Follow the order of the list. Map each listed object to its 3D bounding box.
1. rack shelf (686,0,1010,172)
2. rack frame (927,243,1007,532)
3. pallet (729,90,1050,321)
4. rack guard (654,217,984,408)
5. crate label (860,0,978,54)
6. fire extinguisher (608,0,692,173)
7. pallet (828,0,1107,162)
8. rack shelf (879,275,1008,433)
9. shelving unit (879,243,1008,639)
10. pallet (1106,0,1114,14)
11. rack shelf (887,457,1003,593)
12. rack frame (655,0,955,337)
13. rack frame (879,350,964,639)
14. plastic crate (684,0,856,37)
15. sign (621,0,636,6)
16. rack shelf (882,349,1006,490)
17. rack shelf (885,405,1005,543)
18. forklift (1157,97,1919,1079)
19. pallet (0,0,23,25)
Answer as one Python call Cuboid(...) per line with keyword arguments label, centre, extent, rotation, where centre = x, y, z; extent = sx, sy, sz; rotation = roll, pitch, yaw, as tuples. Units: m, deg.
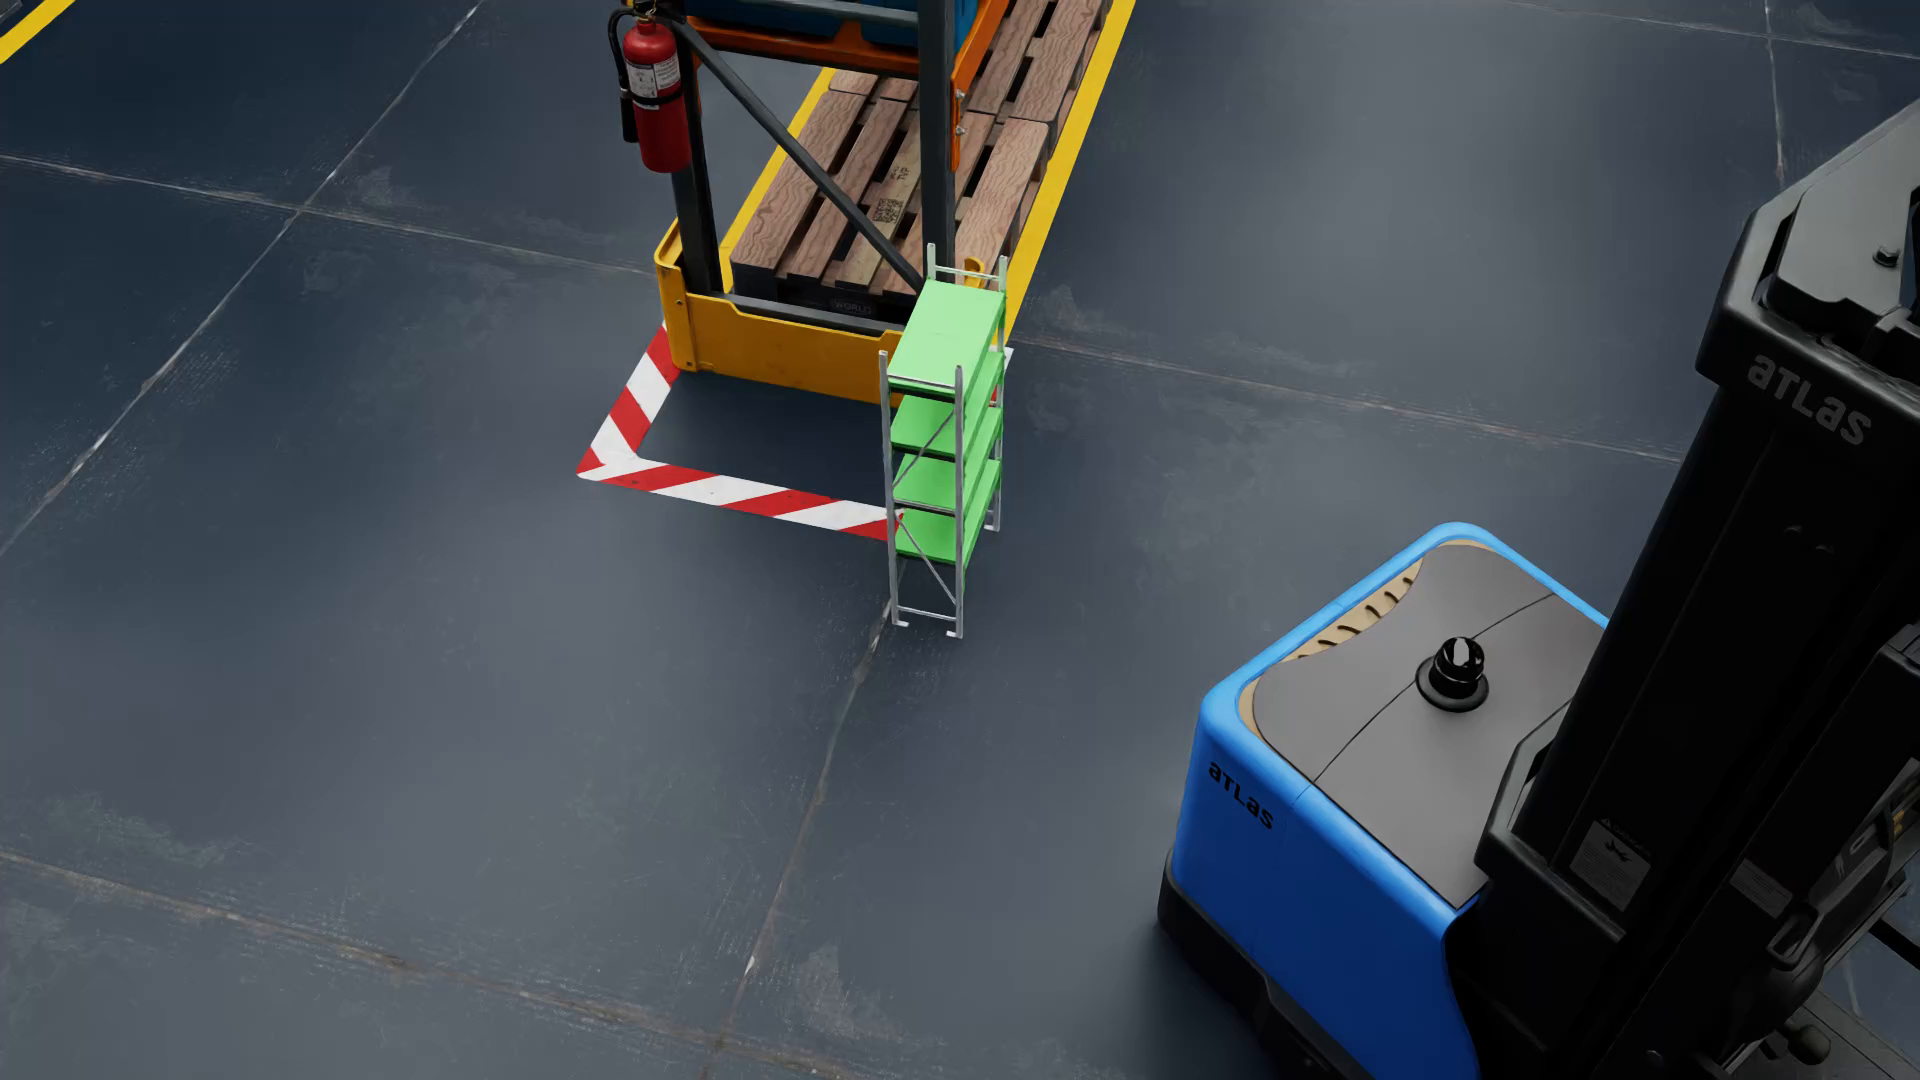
Cuboid(label="rack shelf", centre=(0.013, -2.890, 6.780), extent=(1.077, 0.370, 4.000), rotation=(12, 50, 10))
Cuboid(label="rack frame", centre=(0.021, -0.454, 5.350), extent=(0.240, 1.200, 0.015), rotation=(12, 50, 10))
Cuboid(label="pallet", centre=(-0.259, -1.348, 6.799), extent=(1.003, 0.211, 1.213), rotation=(12, 50, 10))
Cuboid(label="rack guard", centre=(-0.507, -0.835, 6.153), extent=(1.175, 0.500, 0.348), rotation=(12, 50, 10))
Cuboid(label="crate label", centre=(-0.131, -1.760, 5.374), extent=(0.416, 0.233, 0.303), rotation=(12, 50, 10))
Cuboid(label="fire extinguisher", centre=(-0.992, -1.513, 5.385), extent=(0.296, 0.674, 0.183), rotation=(12, 50, 10))
Cuboid(label="pallet", centre=(0.064, -2.228, 7.575), extent=(1.003, 0.211, 1.213), rotation=(12, 50, 10))
Cuboid(label="rack shelf", centre=(-0.044, -0.553, 4.882), extent=(0.258, 0.148, 0.480), rotation=(12, 50, 10))
Cuboid(label="shelving unit", centre=(-0.044, -0.277, 5.194), extent=(0.258, 1.200, 0.503), rotation=(12, 50, 10))
Cuboid(label="pallet", centre=(0.383, -3.113, 8.357), extent=(1.003, 0.211, 1.213), rotation=(12, 50, 10))
Cuboid(label="rack shelf", centre=(-0.044, -0.076, 5.422), extent=(0.258, 0.148, 0.480), rotation=(12, 50, 10))
Cuboid(label="rack frame", centre=(-0.514, -1.682, 5.234), extent=(1.000, 3.000, 0.127), rotation=(12, 50, 10))
Cuboid(label="rack frame", centre=(-0.108, -0.101, 5.039), extent=(0.240, 1.200, 0.015), rotation=(12, 50, 10))
Cuboid(label="plastic crate", centre=(-0.606, -1.992, 5.444), extent=(0.616, 0.435, 0.499), rotation=(12, 50, 10))
Cuboid(label="sign", centre=(-1.049, -1.833, 5.258), extent=(0.100, 0.325, 0.005), rotation=(12, 50, 10))
Cuboid(label="rack shelf", centre=(-0.044, -0.394, 5.062), extent=(0.258, 0.148, 0.480), rotation=(12, 50, 10))
Cuboid(label="rack shelf", centre=(-0.044, -0.235, 5.242), extent=(0.258, 0.148, 0.480), rotation=(12, 50, 10))
Cuboid(label="forklift", centre=(1.883, 0.752, 3.132), extent=(1.130, 2.935, 3.031), rotation=(-32, 56, -25))
Cuboid(label="pallet", centre=(-5.157, -2.330, 7.666), extent=(1.003, 0.211, 1.213), rotation=(12, 50, 10))
